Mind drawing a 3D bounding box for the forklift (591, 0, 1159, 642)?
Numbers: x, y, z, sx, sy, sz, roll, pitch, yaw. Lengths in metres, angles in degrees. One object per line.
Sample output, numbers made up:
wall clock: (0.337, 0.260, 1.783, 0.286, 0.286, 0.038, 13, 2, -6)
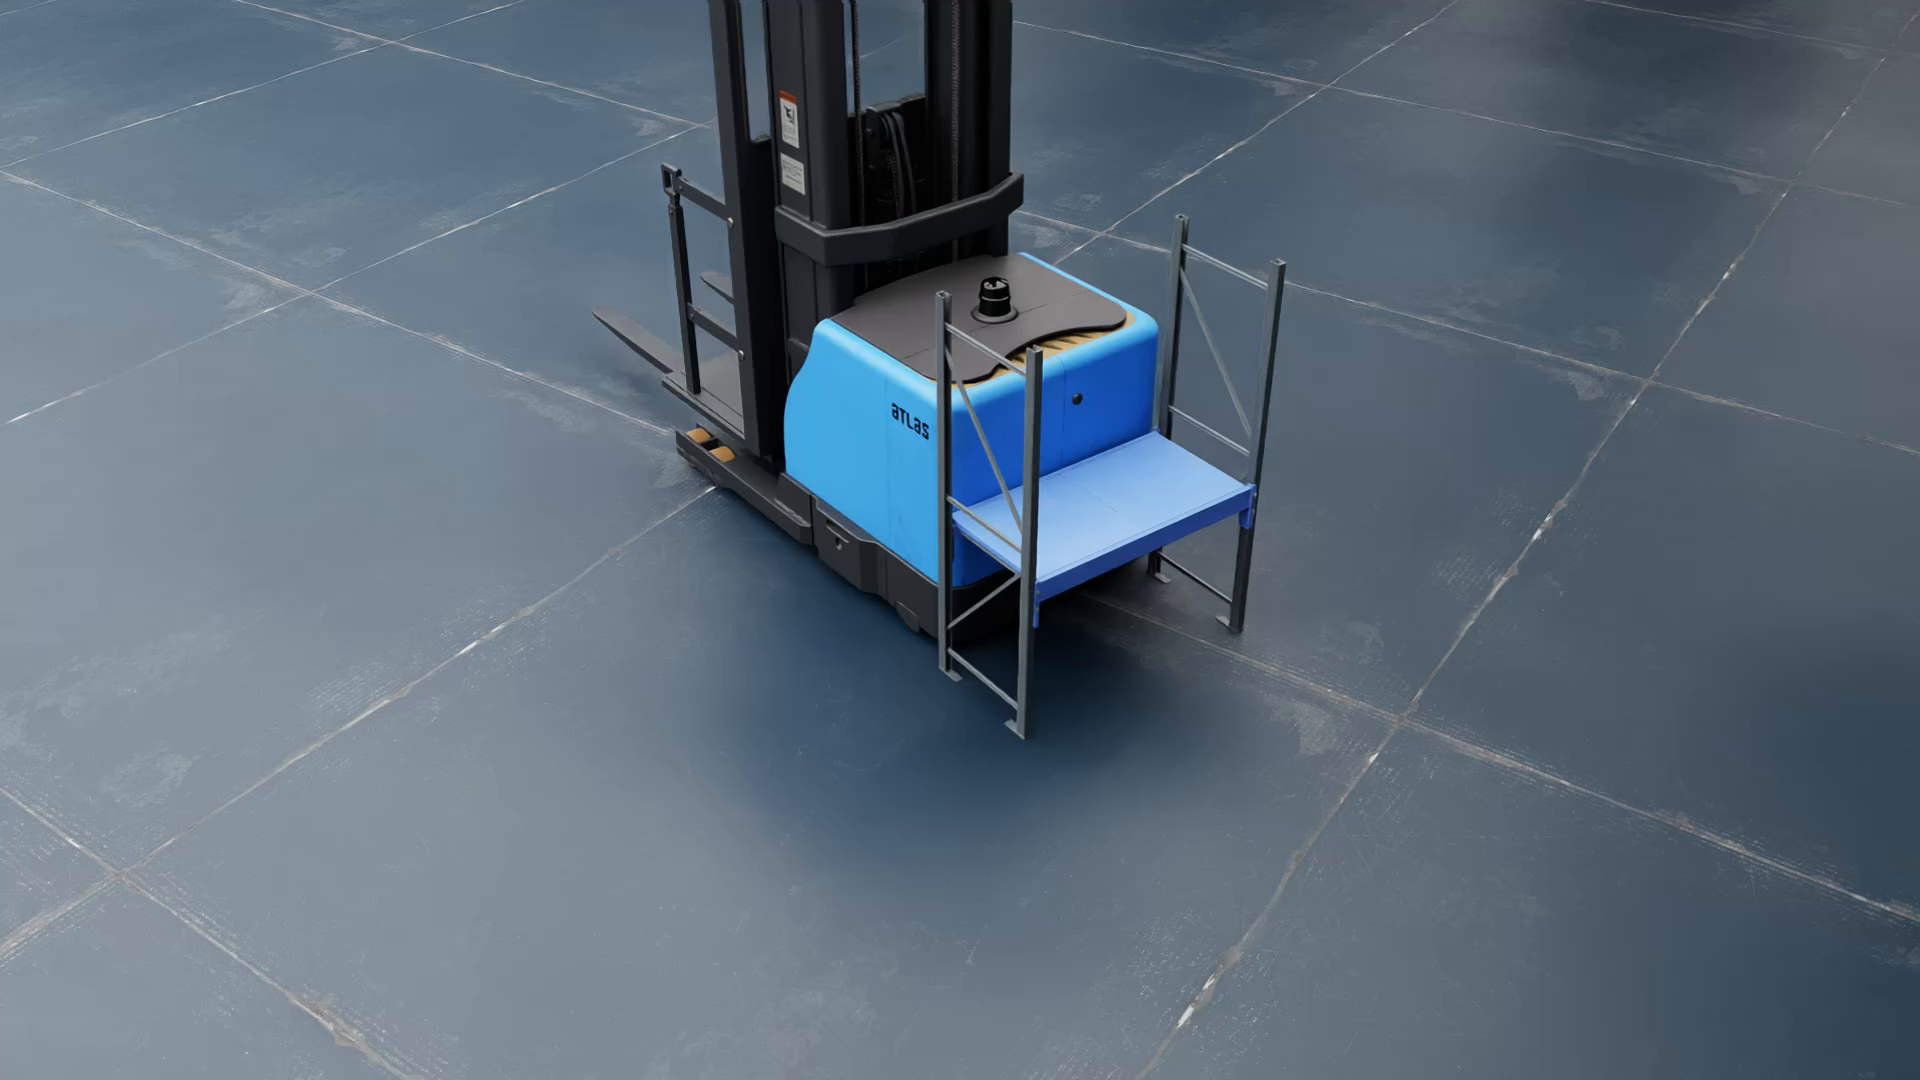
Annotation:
forklift: (-0.572, -1.601, 6.501, 1.130, 2.935, 3.031, -24, 41, -31)

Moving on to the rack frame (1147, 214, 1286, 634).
rack frame: (0.900, -0.387, 5.983, 0.032, 1.500, 0.500, -23, 40, -30)

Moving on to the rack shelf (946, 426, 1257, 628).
rack shelf: (0.492, -0.068, 5.832, 1.000, 0.185, 0.538, -23, 40, -30)

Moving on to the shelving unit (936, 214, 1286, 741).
shelving unit: (0.492, -0.217, 5.731, 1.048, 1.500, 0.538, -23, 40, -30)

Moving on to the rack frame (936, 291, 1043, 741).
rack frame: (0.085, -0.046, 5.480, 0.032, 1.500, 0.500, -23, 40, -30)
